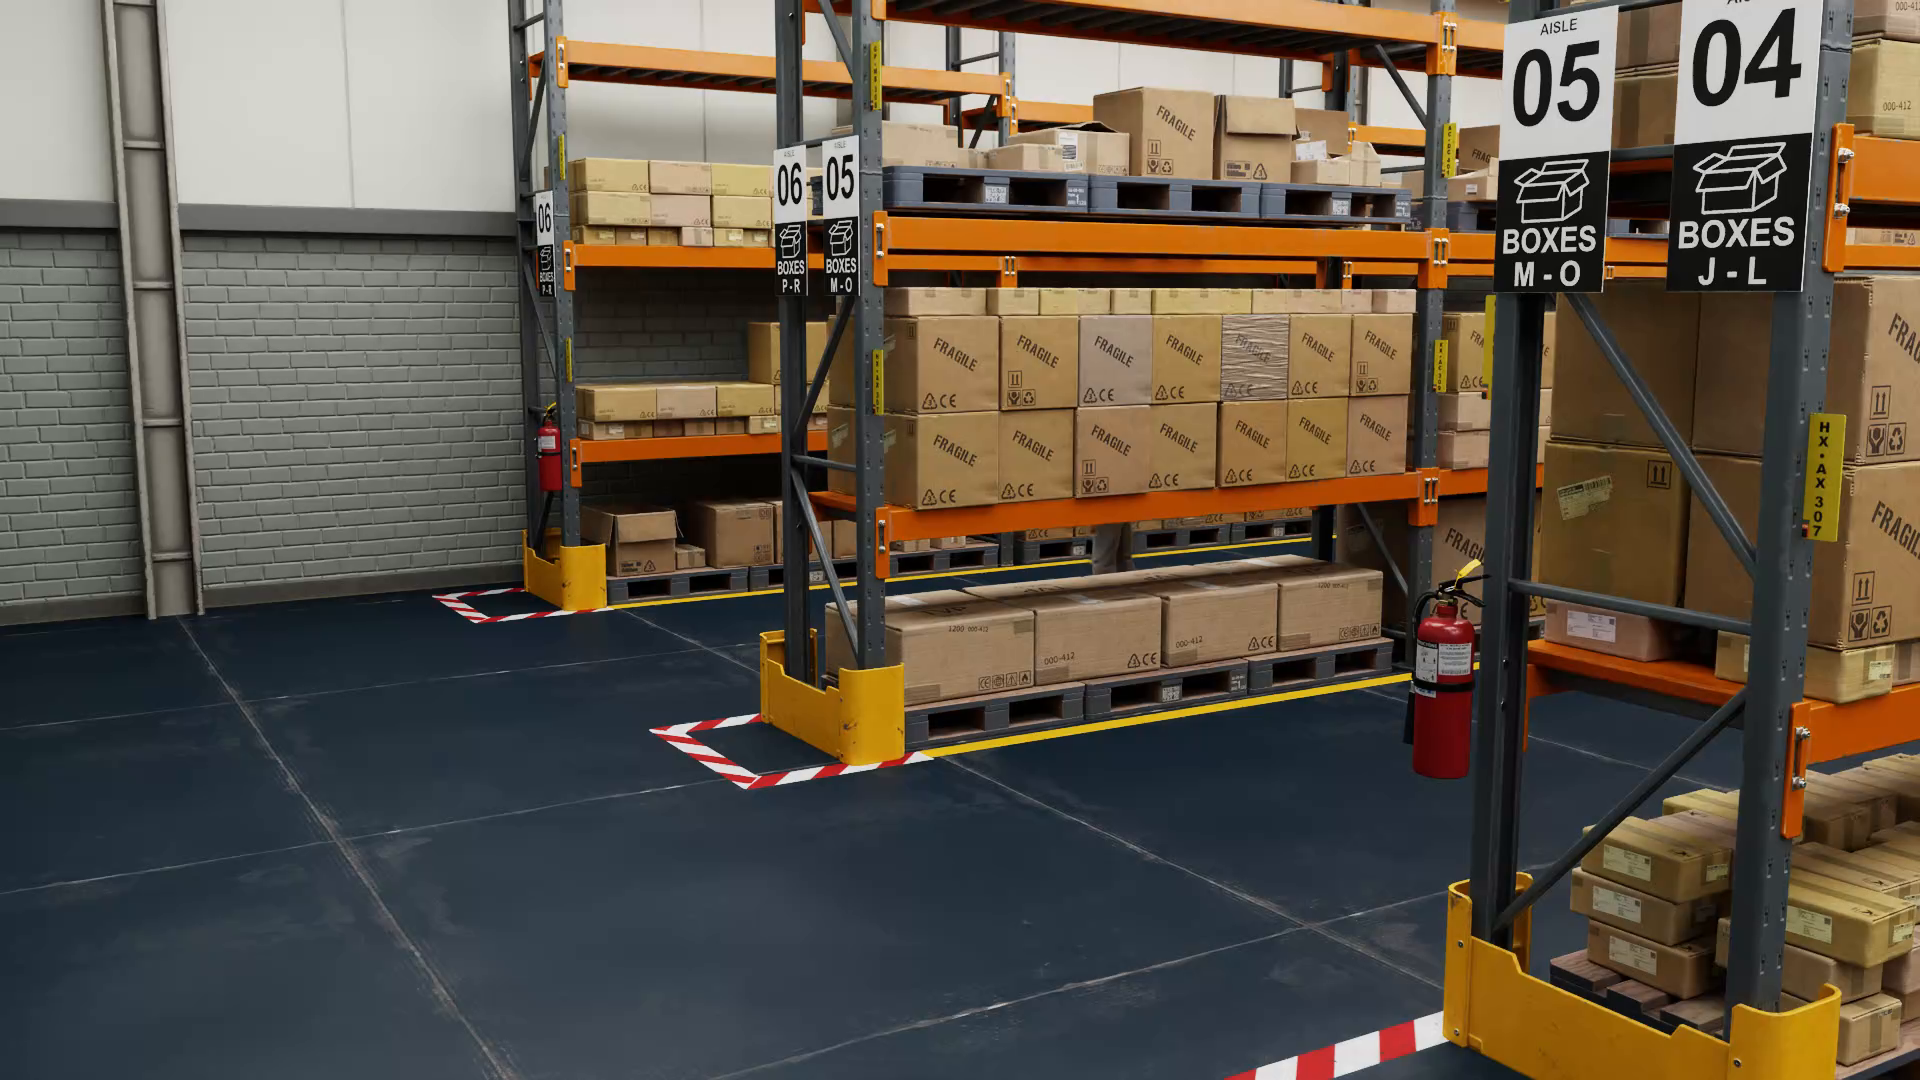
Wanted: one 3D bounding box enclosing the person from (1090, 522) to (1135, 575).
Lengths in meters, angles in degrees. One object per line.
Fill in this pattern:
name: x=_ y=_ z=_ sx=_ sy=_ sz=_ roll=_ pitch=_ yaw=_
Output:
person: x=1.065 y=-0.180 z=11.916 sx=0.428 sy=1.671 sz=0.526 roll=3 pitch=9 yaw=21
